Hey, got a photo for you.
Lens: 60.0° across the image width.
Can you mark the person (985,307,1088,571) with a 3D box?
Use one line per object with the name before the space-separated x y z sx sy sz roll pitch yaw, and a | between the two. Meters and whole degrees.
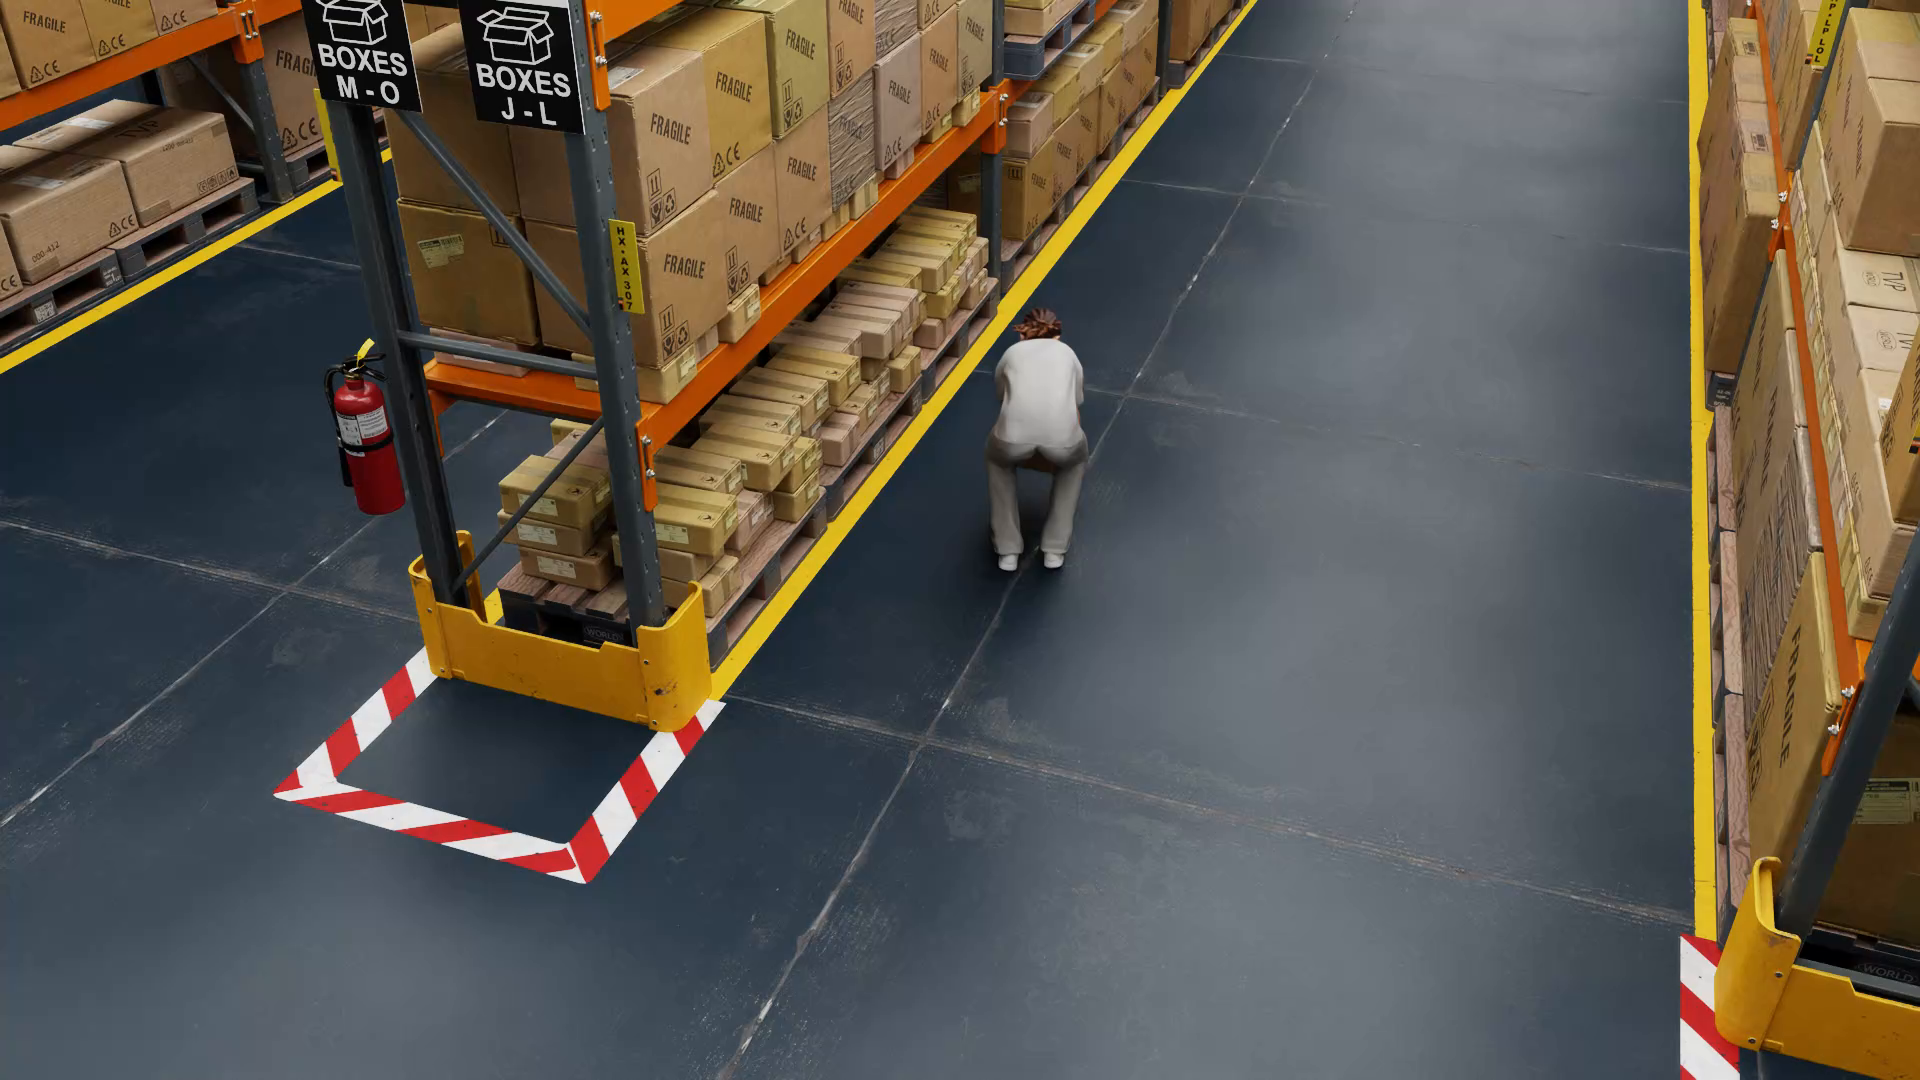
person | 0.343 -0.443 7.404 0.461 1.025 0.865 2 33 4
